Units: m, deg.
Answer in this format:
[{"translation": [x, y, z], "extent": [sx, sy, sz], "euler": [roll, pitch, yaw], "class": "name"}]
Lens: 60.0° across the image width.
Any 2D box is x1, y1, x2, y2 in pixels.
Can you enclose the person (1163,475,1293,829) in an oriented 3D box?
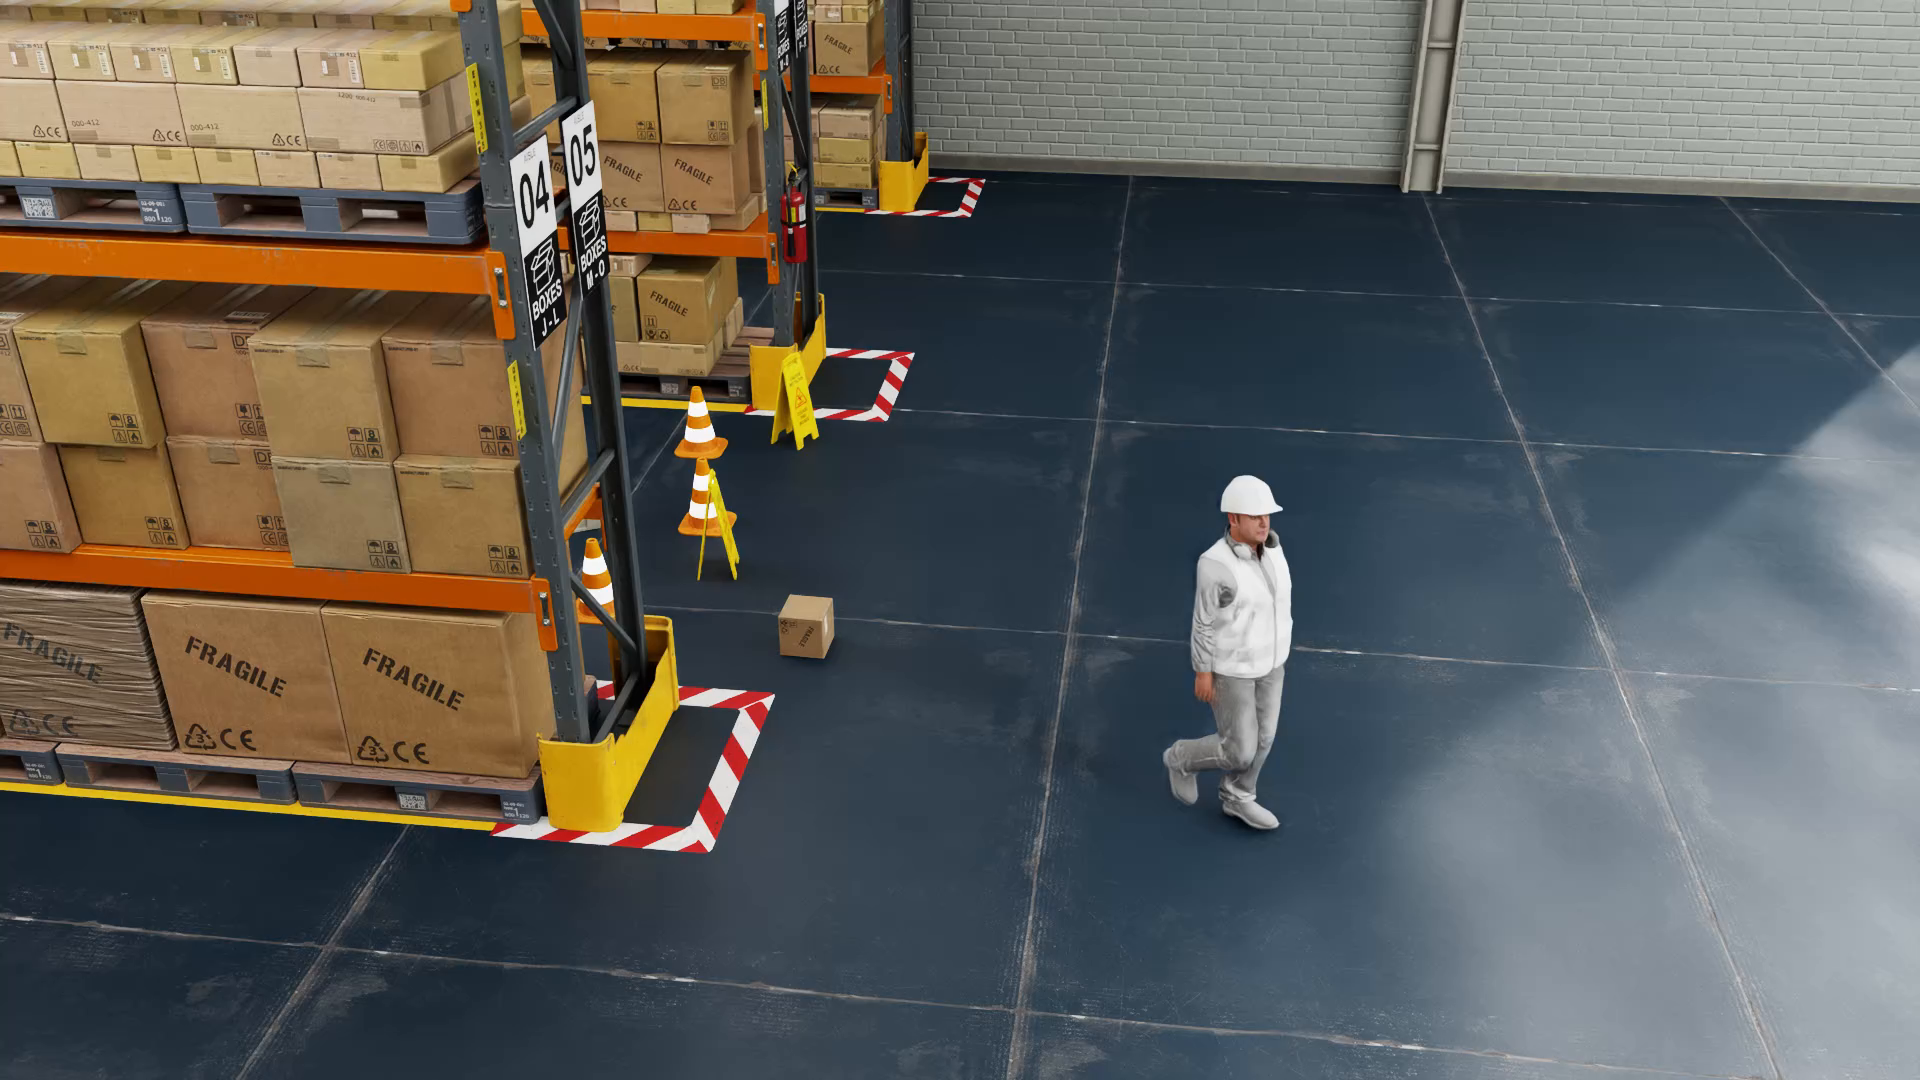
[{"translation": [1.263, 0.525, 7.576], "extent": [0.538, 1.759, 0.554], "euler": [-23, 36, -36], "class": "person"}]
